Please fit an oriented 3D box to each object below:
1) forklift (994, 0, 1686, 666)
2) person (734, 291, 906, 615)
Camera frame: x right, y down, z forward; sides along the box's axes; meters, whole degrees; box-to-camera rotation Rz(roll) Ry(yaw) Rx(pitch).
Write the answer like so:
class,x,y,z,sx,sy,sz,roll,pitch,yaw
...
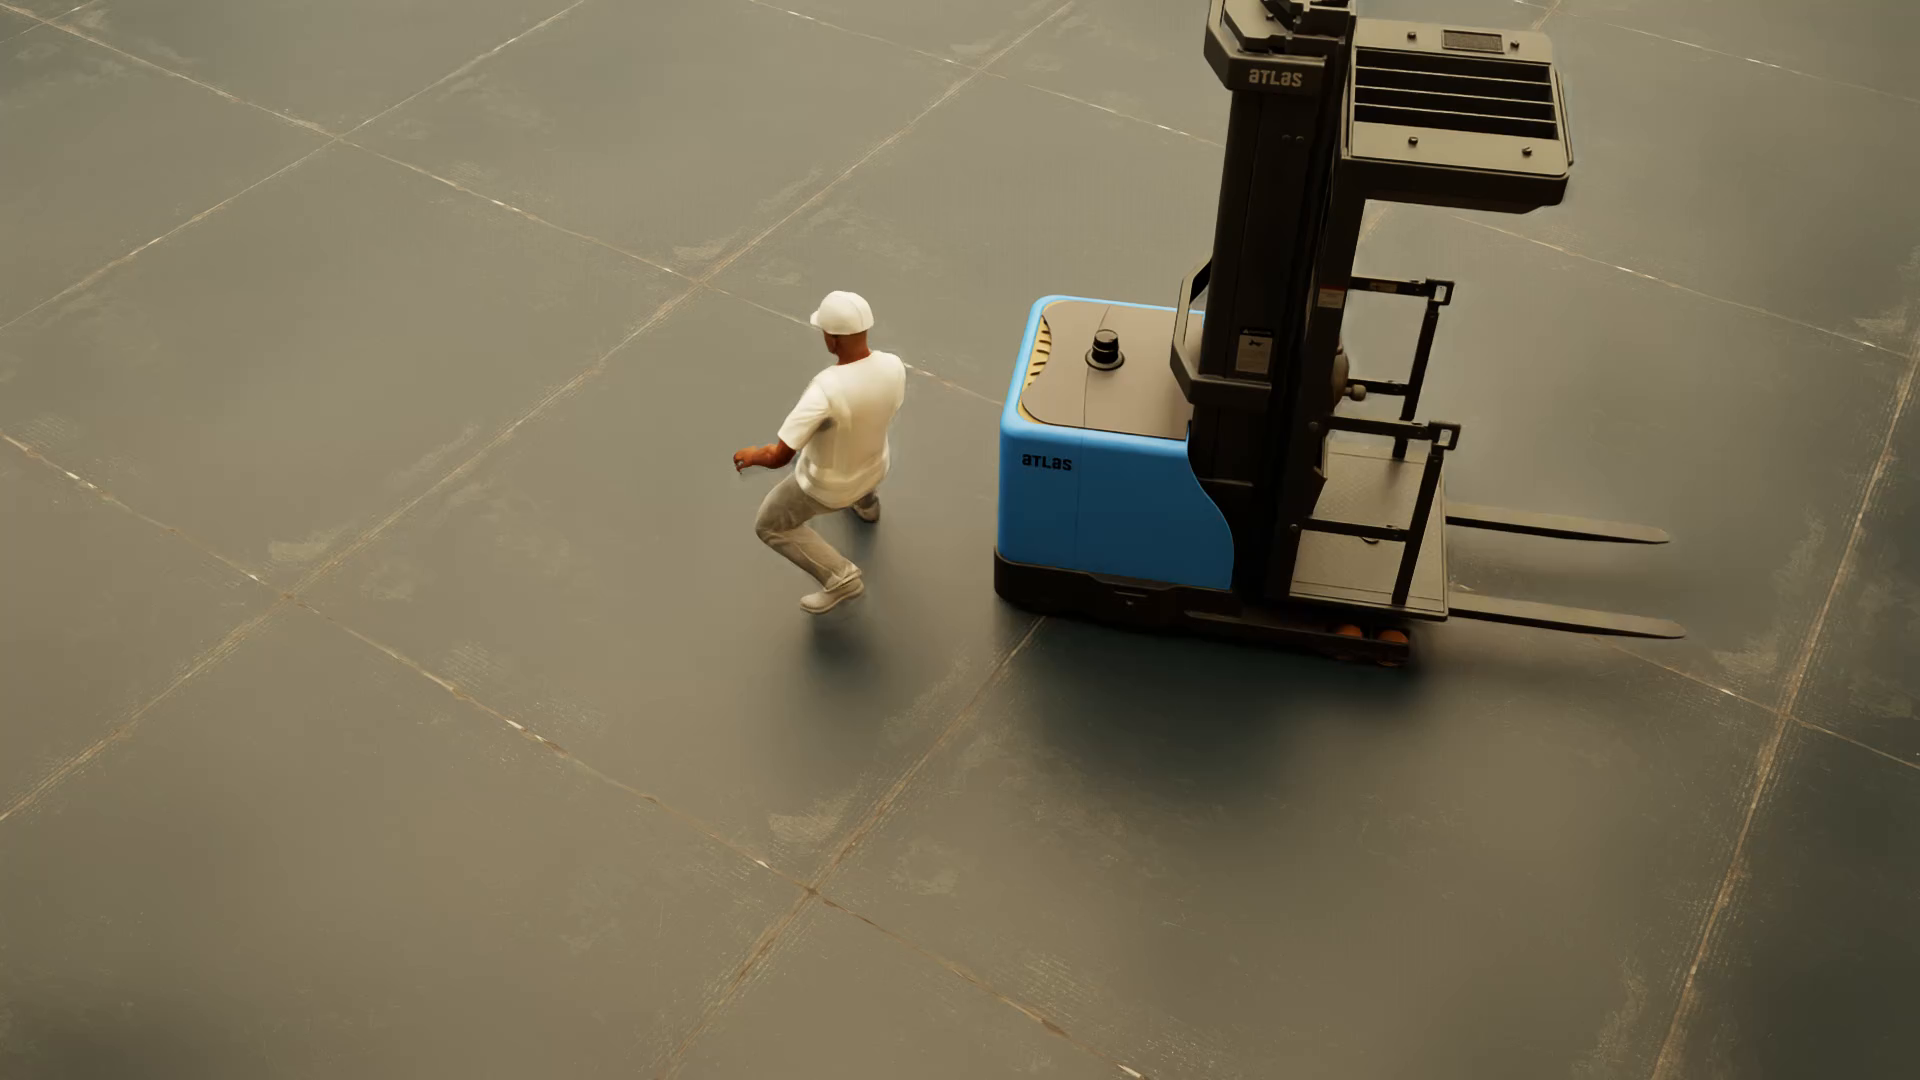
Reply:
class,x,y,z,sx,sy,sz,roll,pitch,yaw
forklift,1.723,-0.903,6.801,3.031,2.935,1.130,7,44,8
person,-0.591,-0.464,7.276,0.732,1.580,0.881,33,52,30
